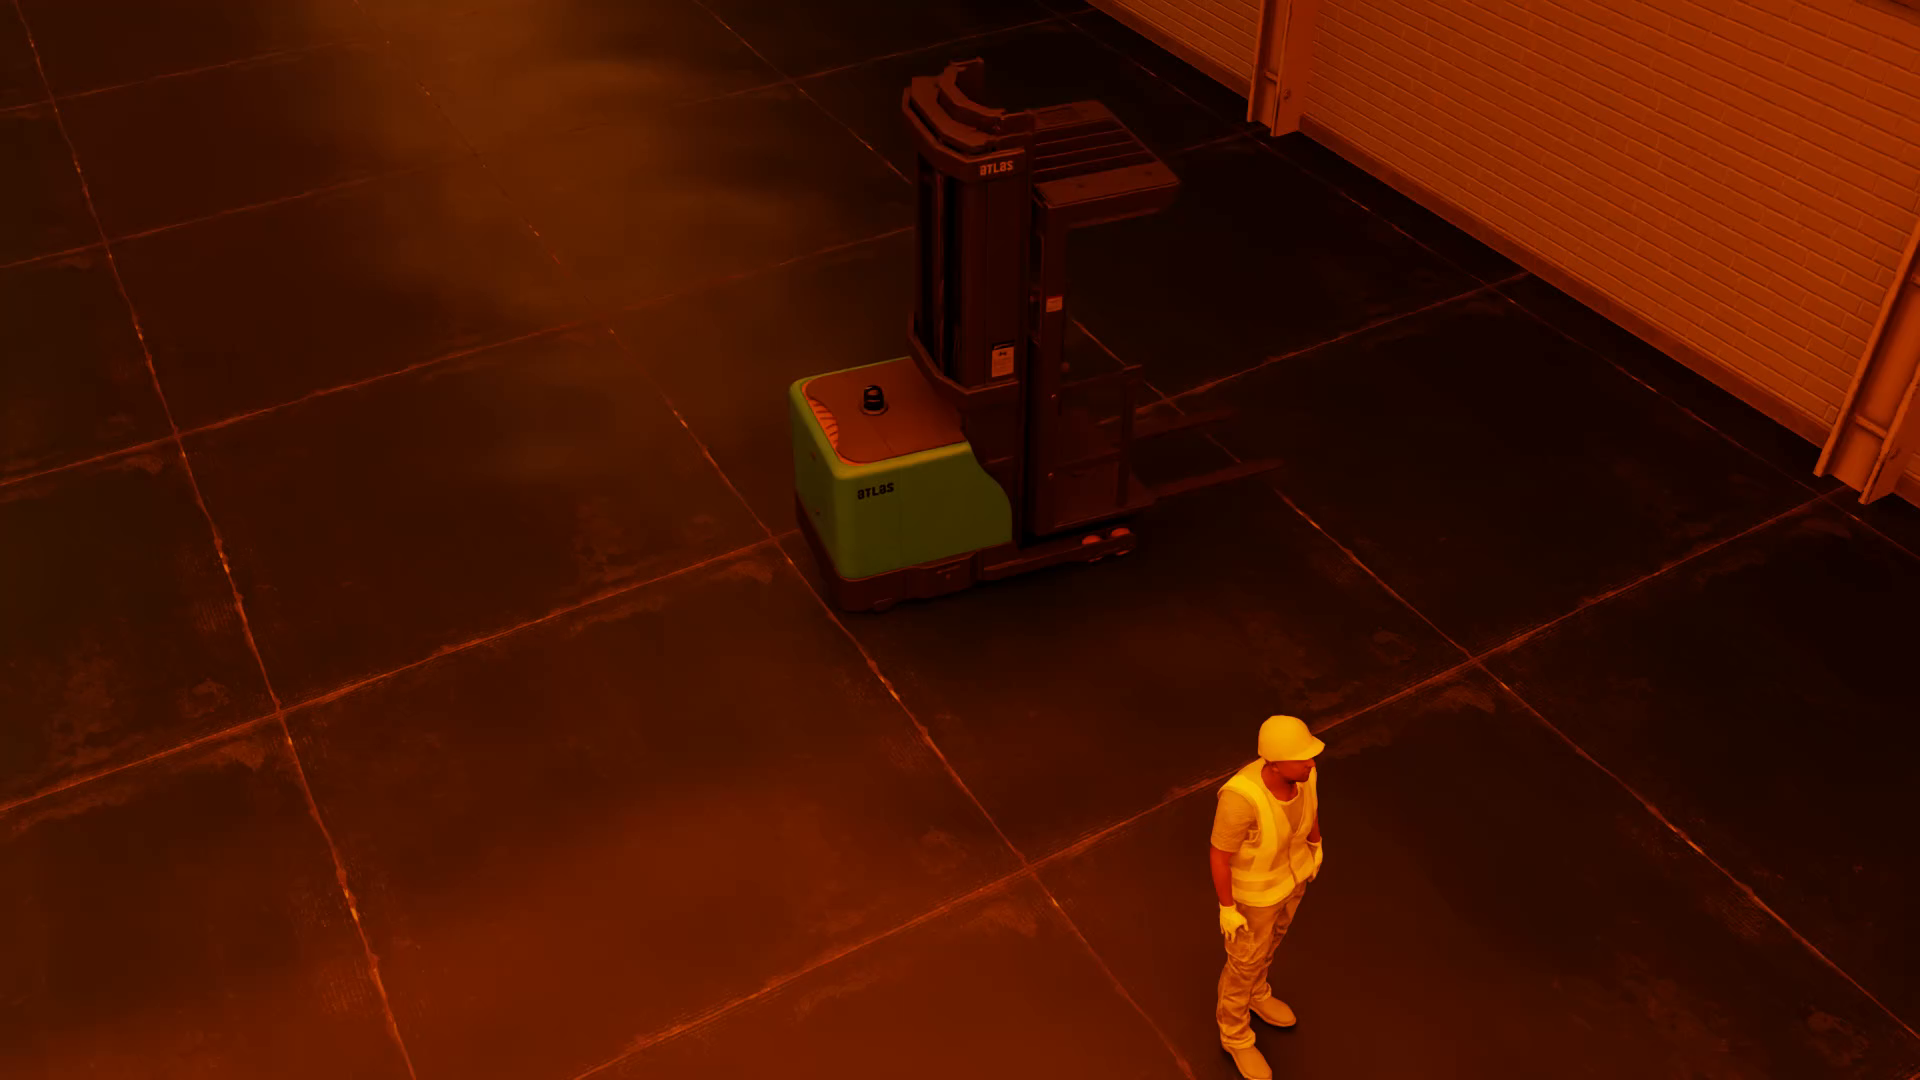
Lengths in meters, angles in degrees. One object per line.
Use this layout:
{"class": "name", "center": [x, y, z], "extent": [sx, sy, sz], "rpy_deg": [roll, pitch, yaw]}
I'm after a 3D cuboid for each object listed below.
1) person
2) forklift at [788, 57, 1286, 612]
{"class": "person", "center": [1.370, 1.495, 7.125], "extent": [0.655, 1.777, 0.576], "rpy_deg": [-31, 49, -32]}
{"class": "forklift", "center": [0.546, -1.294, 9.596], "extent": [3.031, 2.935, 1.130], "rpy_deg": [-14, 42, -16]}
